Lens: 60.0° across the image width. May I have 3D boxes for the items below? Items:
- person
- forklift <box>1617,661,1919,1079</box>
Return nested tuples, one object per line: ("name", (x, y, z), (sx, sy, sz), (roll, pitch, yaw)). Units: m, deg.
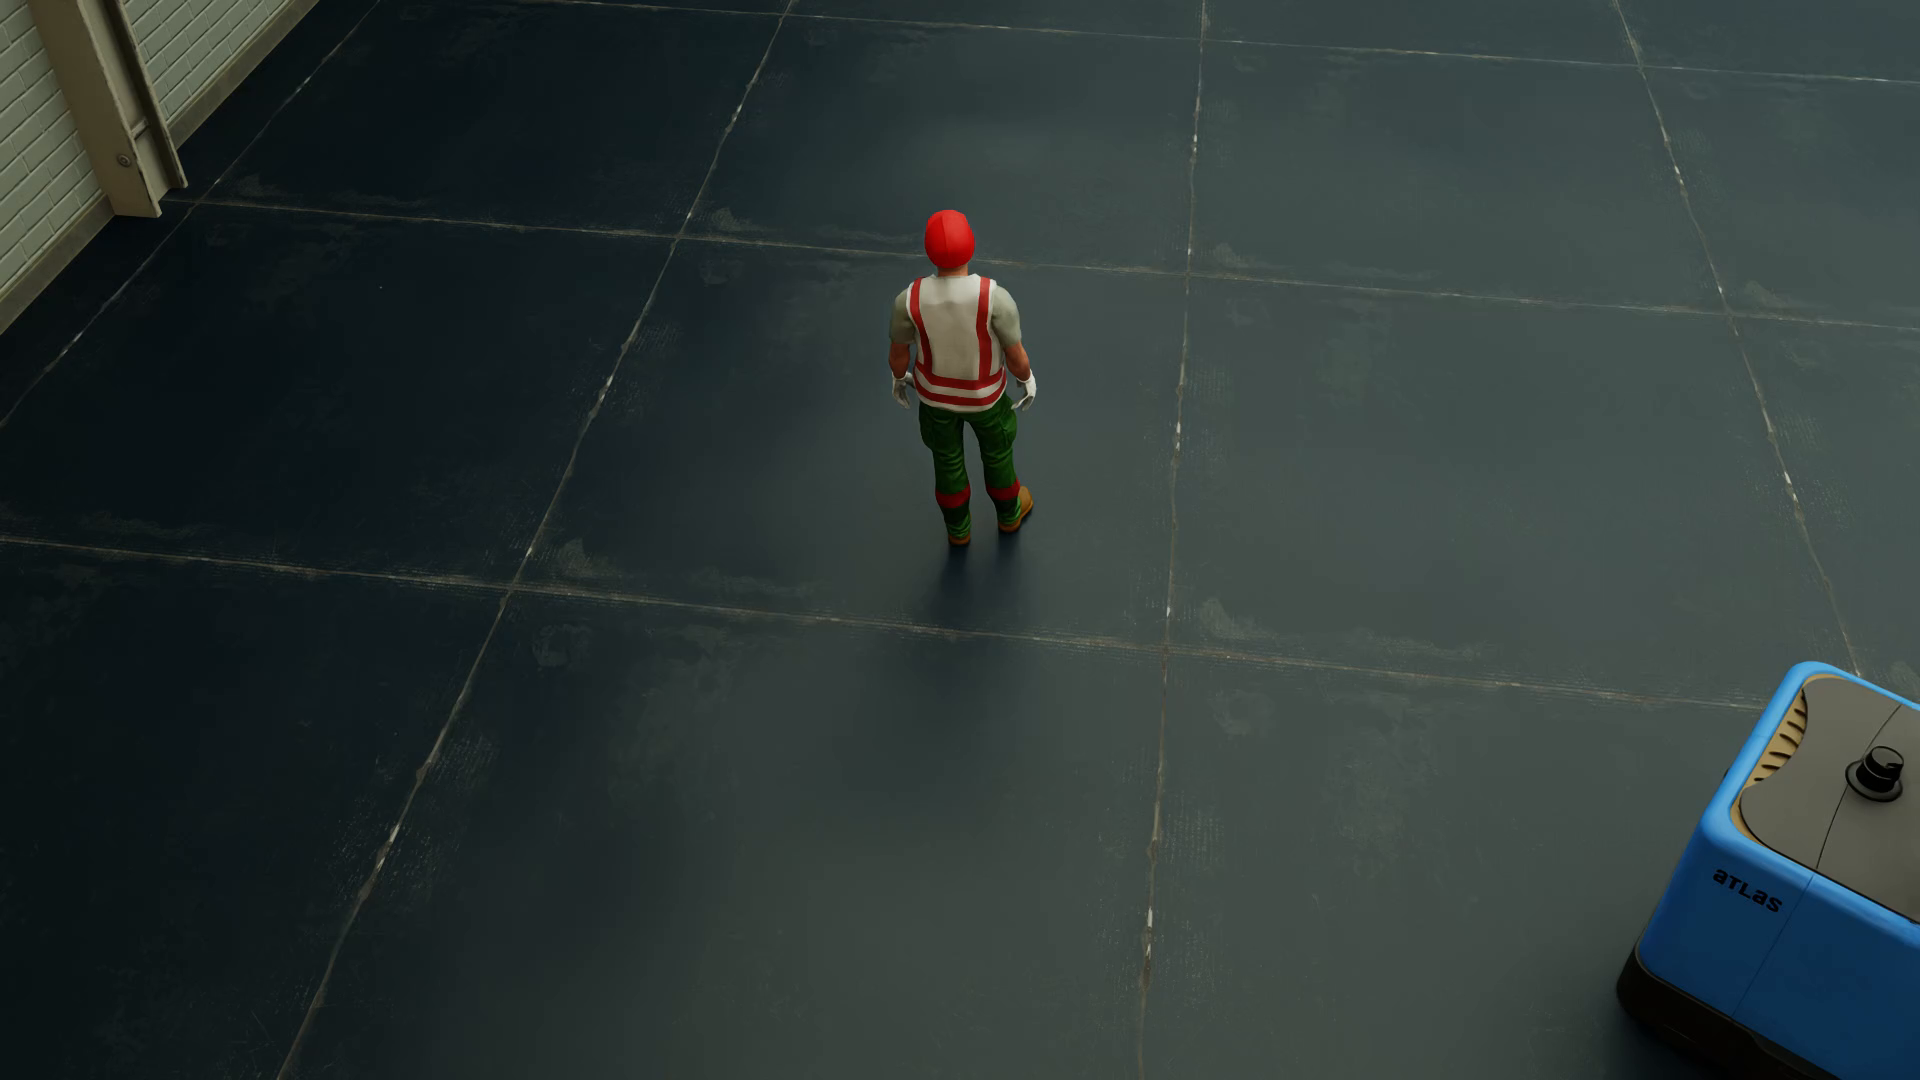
("person", (0.023, -0.717, 7.338), (0.637, 1.787, 0.564), (5, 43, 6))
("forklift", (3.837, 0.993, 4.643), (3.031, 2.935, 1.130), (29, 50, 28))
